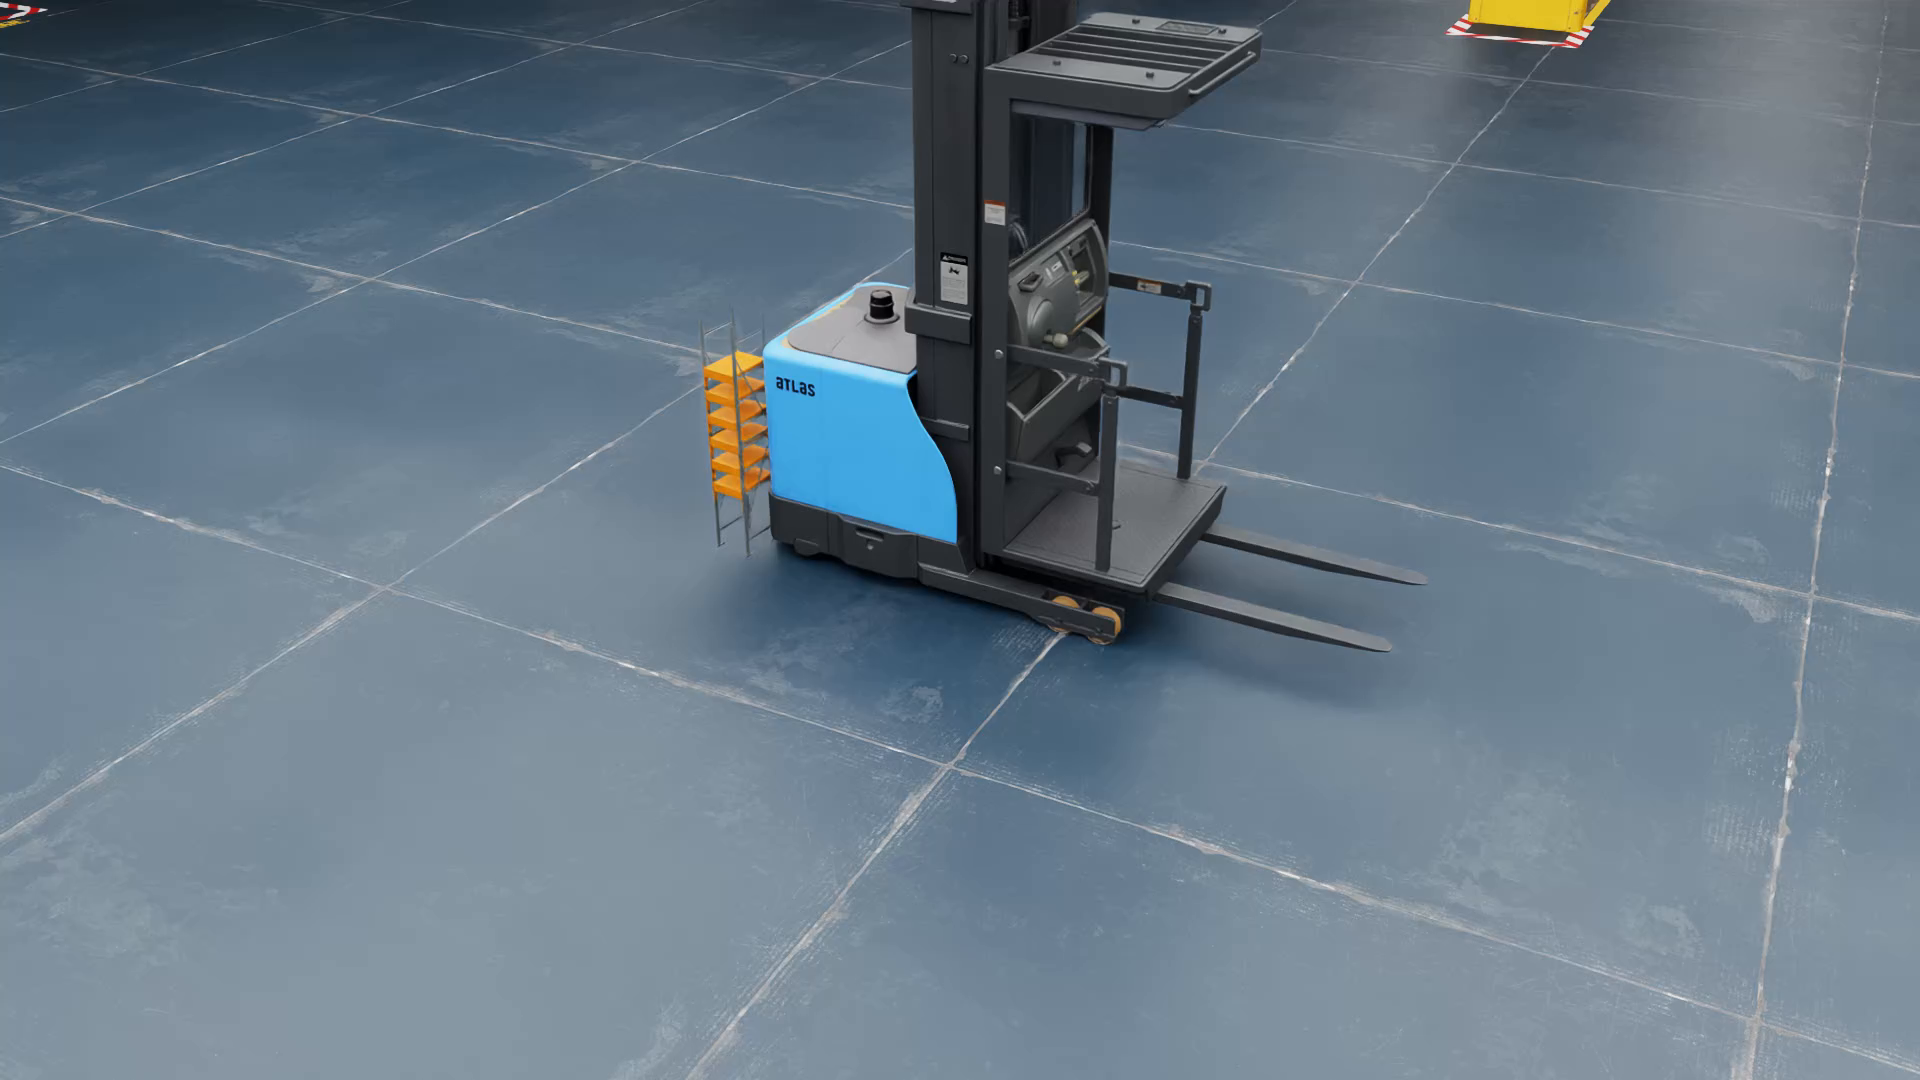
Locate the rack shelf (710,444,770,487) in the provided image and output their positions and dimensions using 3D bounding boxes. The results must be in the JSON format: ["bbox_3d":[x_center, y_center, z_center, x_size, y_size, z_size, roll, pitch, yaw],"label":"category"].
[{"bbox_3d":[-1.050,-0.369,8.018,0.180,0.103,0.258,18,34,28],"label":"rack shelf"}]

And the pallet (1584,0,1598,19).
[{"bbox_3d":[6.498,-6.013,18.509,1.003,0.211,1.213,14,33,23],"label":"pallet"}]

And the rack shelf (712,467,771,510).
[{"bbox_3d":[-1.050,-0.265,8.078,0.180,0.103,0.258,18,34,28],"label":"rack shelf"}]

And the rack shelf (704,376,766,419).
[{"bbox_3d":[-1.050,-0.681,7.839,0.180,0.103,0.258,18,34,28],"label":"rack shelf"}]

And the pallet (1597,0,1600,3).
[{"bbox_3d":[7.055,-6.552,19.447,1.003,0.211,1.213,14,33,23],"label":"pallet"}]

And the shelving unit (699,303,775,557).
[{"bbox_3d":[-1.050,-0.512,7.936,0.189,1.200,0.258,18,34,28],"label":"shelving unit"}]

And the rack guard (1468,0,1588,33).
[{"bbox_3d":[6.096,-5.786,17.824,1.175,0.500,0.348,14,33,23],"label":"rack guard"}]

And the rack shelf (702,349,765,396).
[{"bbox_3d":[-1.050,-0.785,7.779,0.180,0.103,0.258,18,34,28],"label":"rack shelf"}]

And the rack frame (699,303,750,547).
[{"bbox_3d":[-1.126,-0.536,7.979,0.006,1.200,0.240,18,34,28],"label":"rack frame"}]

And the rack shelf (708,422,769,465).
[{"bbox_3d":[-1.050,-0.473,7.958,0.180,0.103,0.258,18,34,28],"label":"rack shelf"}]

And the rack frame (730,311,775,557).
[{"bbox_3d":[-0.973,-0.487,7.893,0.006,1.200,0.240,18,34,28],"label":"rack frame"}]

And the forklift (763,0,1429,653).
[{"bbox_3d":[0.620,-1.106,7.233,3.031,2.935,1.130,15,33,24],"label":"forklift"}]

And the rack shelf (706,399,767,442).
[{"bbox_3d":[-1.050,-0.577,7.898,0.180,0.103,0.258,18,34,28],"label":"rack shelf"}]
